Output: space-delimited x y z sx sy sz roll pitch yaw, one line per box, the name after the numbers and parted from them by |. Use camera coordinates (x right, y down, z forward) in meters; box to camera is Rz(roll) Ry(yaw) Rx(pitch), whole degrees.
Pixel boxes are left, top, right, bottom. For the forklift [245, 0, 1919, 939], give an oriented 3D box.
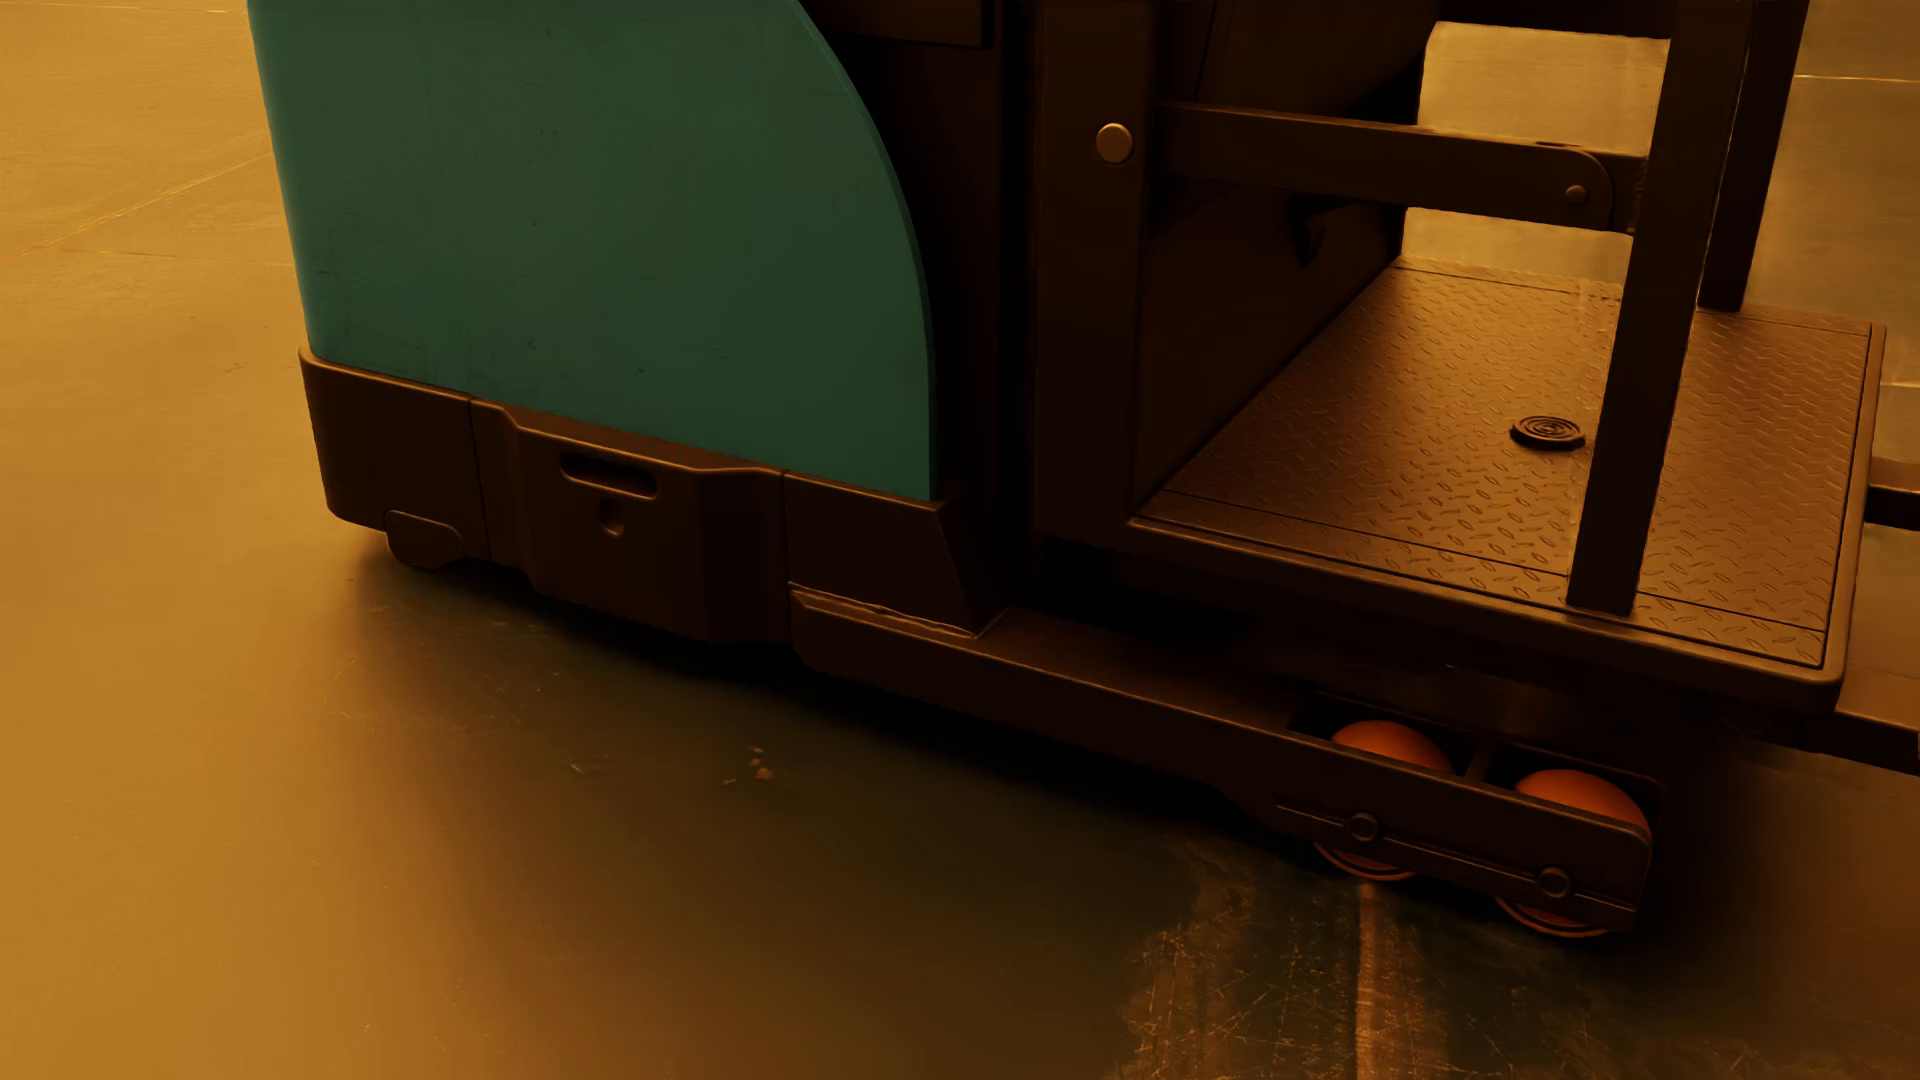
0.607 -1.178 1.581 3.031 2.935 1.130 14 30 25 | forklift
